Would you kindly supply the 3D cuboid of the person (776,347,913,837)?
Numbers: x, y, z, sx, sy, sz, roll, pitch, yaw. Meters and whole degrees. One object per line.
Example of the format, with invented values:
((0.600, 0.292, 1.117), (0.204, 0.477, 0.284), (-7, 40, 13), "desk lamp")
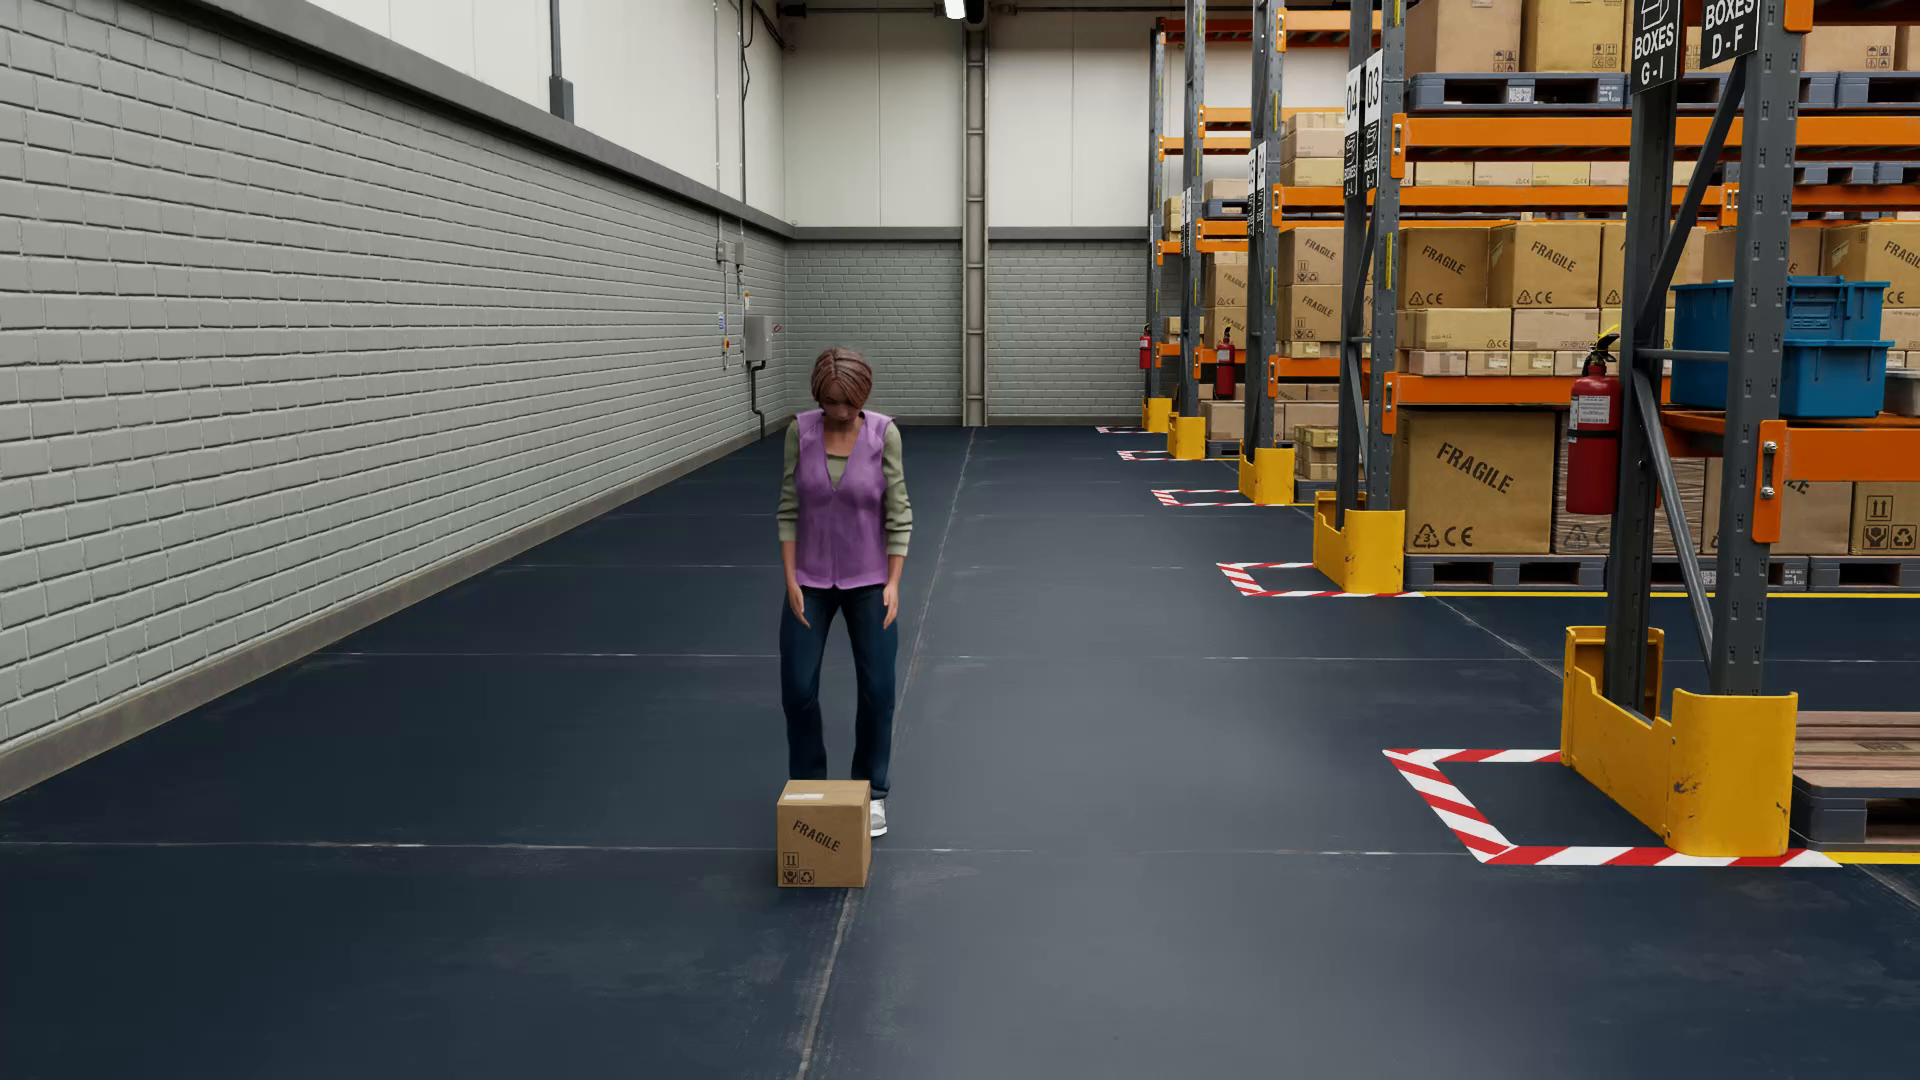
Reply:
((-0.362, 0.165, 5.281), (0.430, 1.549, 0.399), (0, 7, 3), "person")
